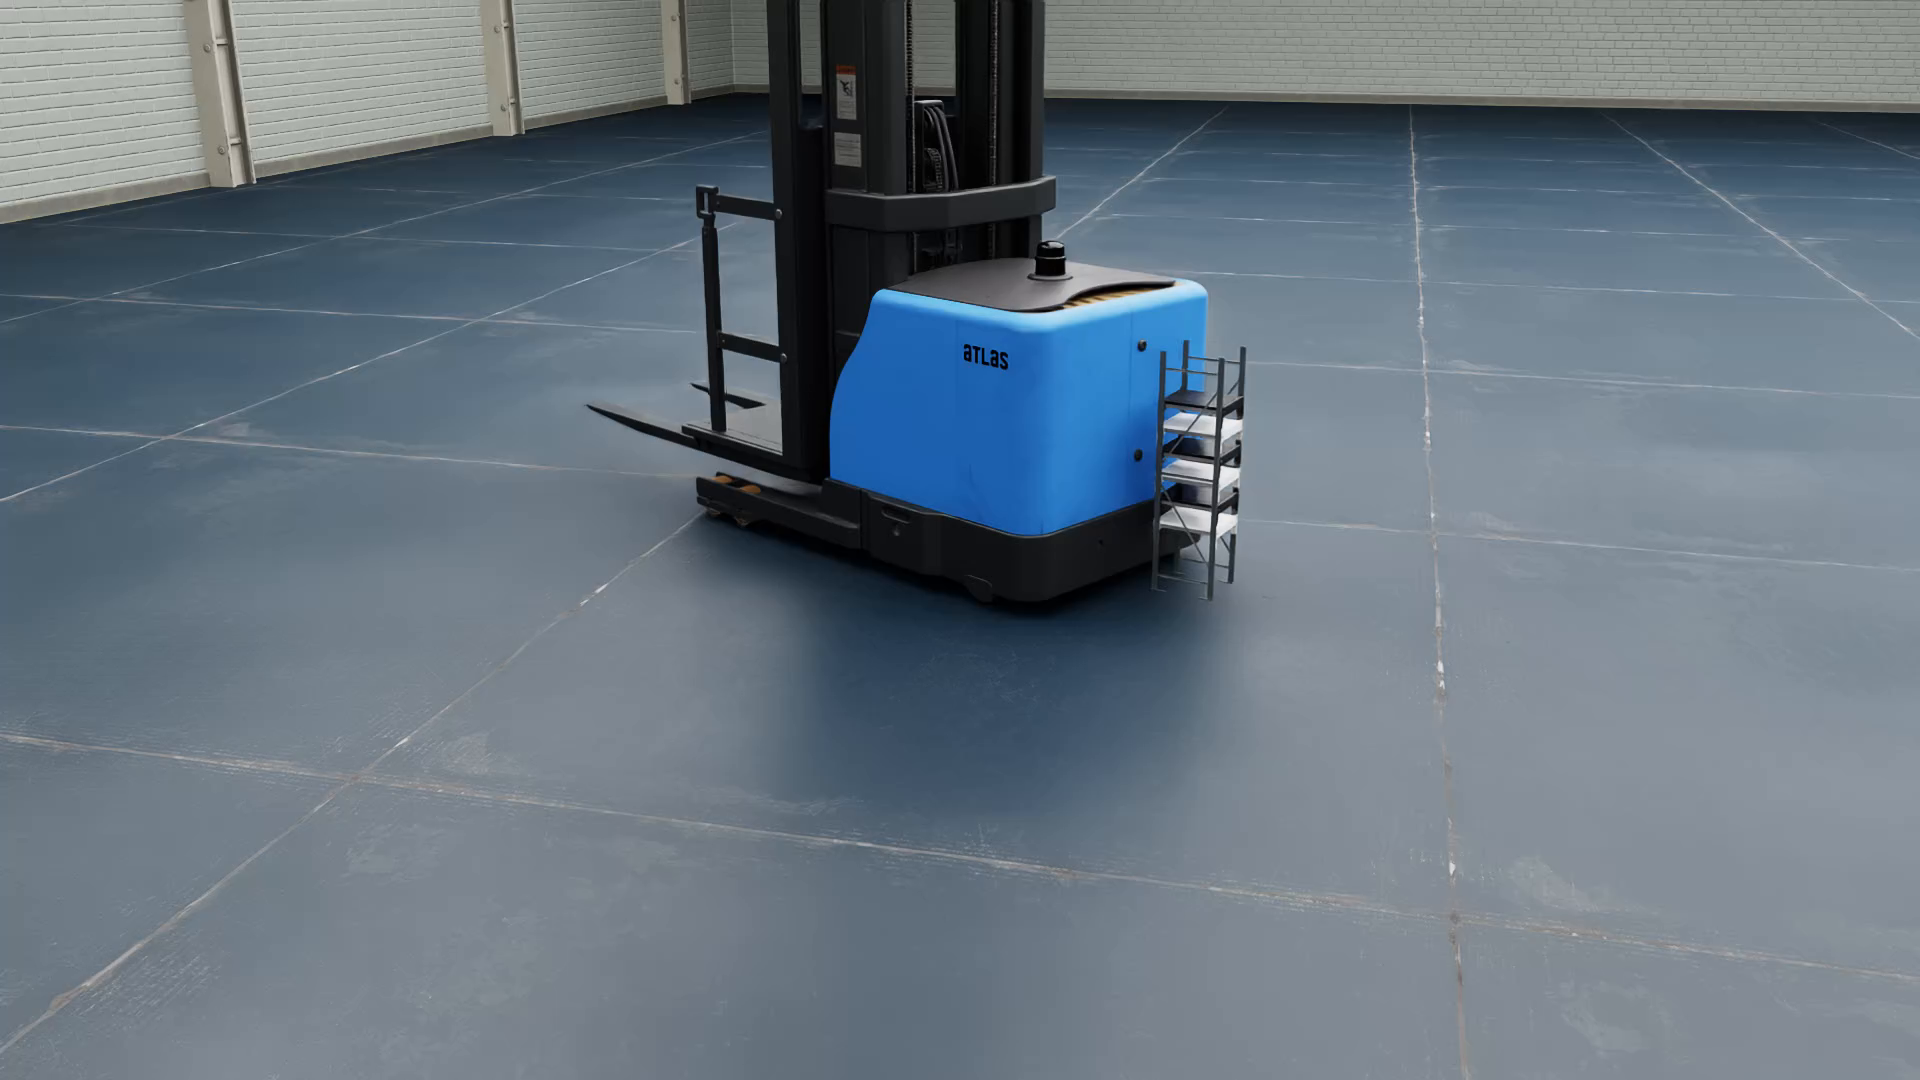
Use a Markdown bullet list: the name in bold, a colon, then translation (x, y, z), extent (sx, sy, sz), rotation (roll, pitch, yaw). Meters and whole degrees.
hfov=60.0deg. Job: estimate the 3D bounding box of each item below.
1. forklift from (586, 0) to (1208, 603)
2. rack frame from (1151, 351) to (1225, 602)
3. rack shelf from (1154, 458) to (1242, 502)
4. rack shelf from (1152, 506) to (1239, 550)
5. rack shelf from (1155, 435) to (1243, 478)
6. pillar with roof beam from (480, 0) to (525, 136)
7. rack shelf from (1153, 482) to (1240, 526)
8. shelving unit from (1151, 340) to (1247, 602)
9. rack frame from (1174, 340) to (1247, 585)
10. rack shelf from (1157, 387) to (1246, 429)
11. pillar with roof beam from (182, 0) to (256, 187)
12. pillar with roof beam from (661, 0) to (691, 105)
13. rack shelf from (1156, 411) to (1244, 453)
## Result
- **forklift**: translation (-0.463, -1.552, 6.696), extent (3.031, 2.935, 1.130), rotation (18, 26, 42)
- **rack frame**: translation (0.812, -0.222, 5.944), extent (0.240, 0.900, 0.006), rotation (11, 22, 29)
- **rack shelf**: translation (0.863, -0.219, 6.037), extent (0.258, 0.077, 0.200), rotation (11, 22, 29)
- **rack shelf**: translation (0.864, -0.049, 6.096), extent (0.258, 0.077, 0.200), rotation (11, 22, 29)
- **rack shelf**: translation (0.863, -0.304, 6.008), extent (0.258, 0.077, 0.200), rotation (11, 22, 29)
- **pillar with roof beam**: translation (-2.176, -9.618, 20.924), extent (9.100, 9.000, 0.400), rotation (5, 19, 13)
- **rack shelf**: translation (0.863, -0.134, 6.067), extent (0.258, 0.077, 0.200), rotation (11, 22, 29)
- **shelving unit**: translation (0.863, -0.251, 6.027), extent (0.258, 0.900, 0.210), rotation (11, 22, 29)
- **rack frame**: translation (0.915, -0.279, 6.109), extent (0.240, 0.900, 0.006), rotation (11, 22, 29)
- **rack shelf**: translation (0.863, -0.474, 5.949), extent (0.258, 0.077, 0.200), rotation (11, 22, 29)
- **pillar with roof beam**: translation (-3.642, -7.737, 15.418), extent (9.100, 9.000, 0.400), rotation (5, 19, 13)
- **pillar with roof beam**: translation (-0.710, -11.498, 26.430), extent (9.100, 9.000, 0.400), rotation (5, 19, 13)
- **rack shelf**: translation (0.863, -0.389, 5.978), extent (0.258, 0.077, 0.200), rotation (11, 22, 29)
